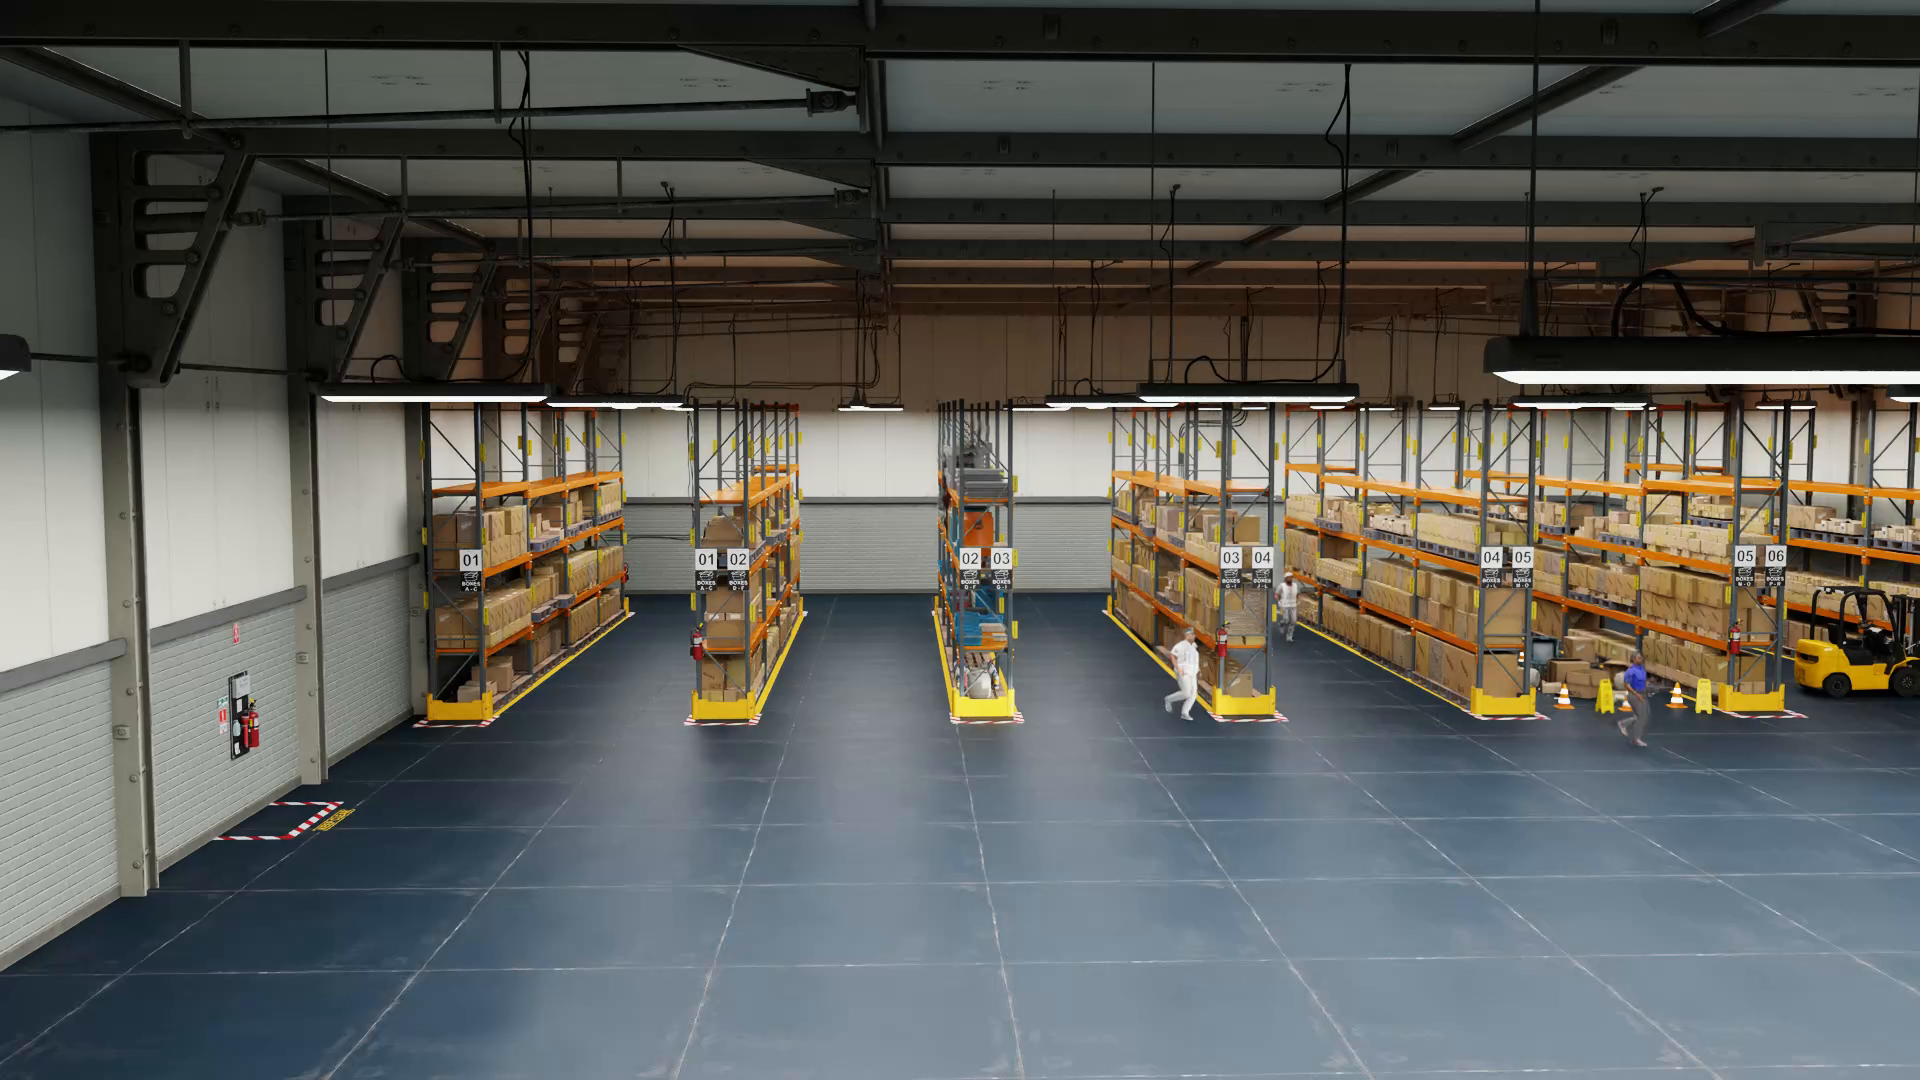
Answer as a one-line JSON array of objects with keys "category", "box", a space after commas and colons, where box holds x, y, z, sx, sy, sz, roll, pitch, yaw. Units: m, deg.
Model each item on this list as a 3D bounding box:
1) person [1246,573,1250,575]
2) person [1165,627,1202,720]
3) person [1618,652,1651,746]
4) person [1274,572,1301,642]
[{"category": "person", "box": [8.179, 1.288, 48.363, 0.796, 1.505, 0.694, -3, 5, -34]}, {"category": "person", "box": [4.281, 2.490, 31.312, 0.705, 1.713, 0.667, -4, 6, -40]}, {"category": "person", "box": [11.682, 2.742, 28.842, 0.575, 1.614, 0.533, -4, 6, -43]}, {"category": "person", "box": [8.276, 1.675, 41.938, 0.671, 1.735, 0.625, -1, 4, -8]}]
